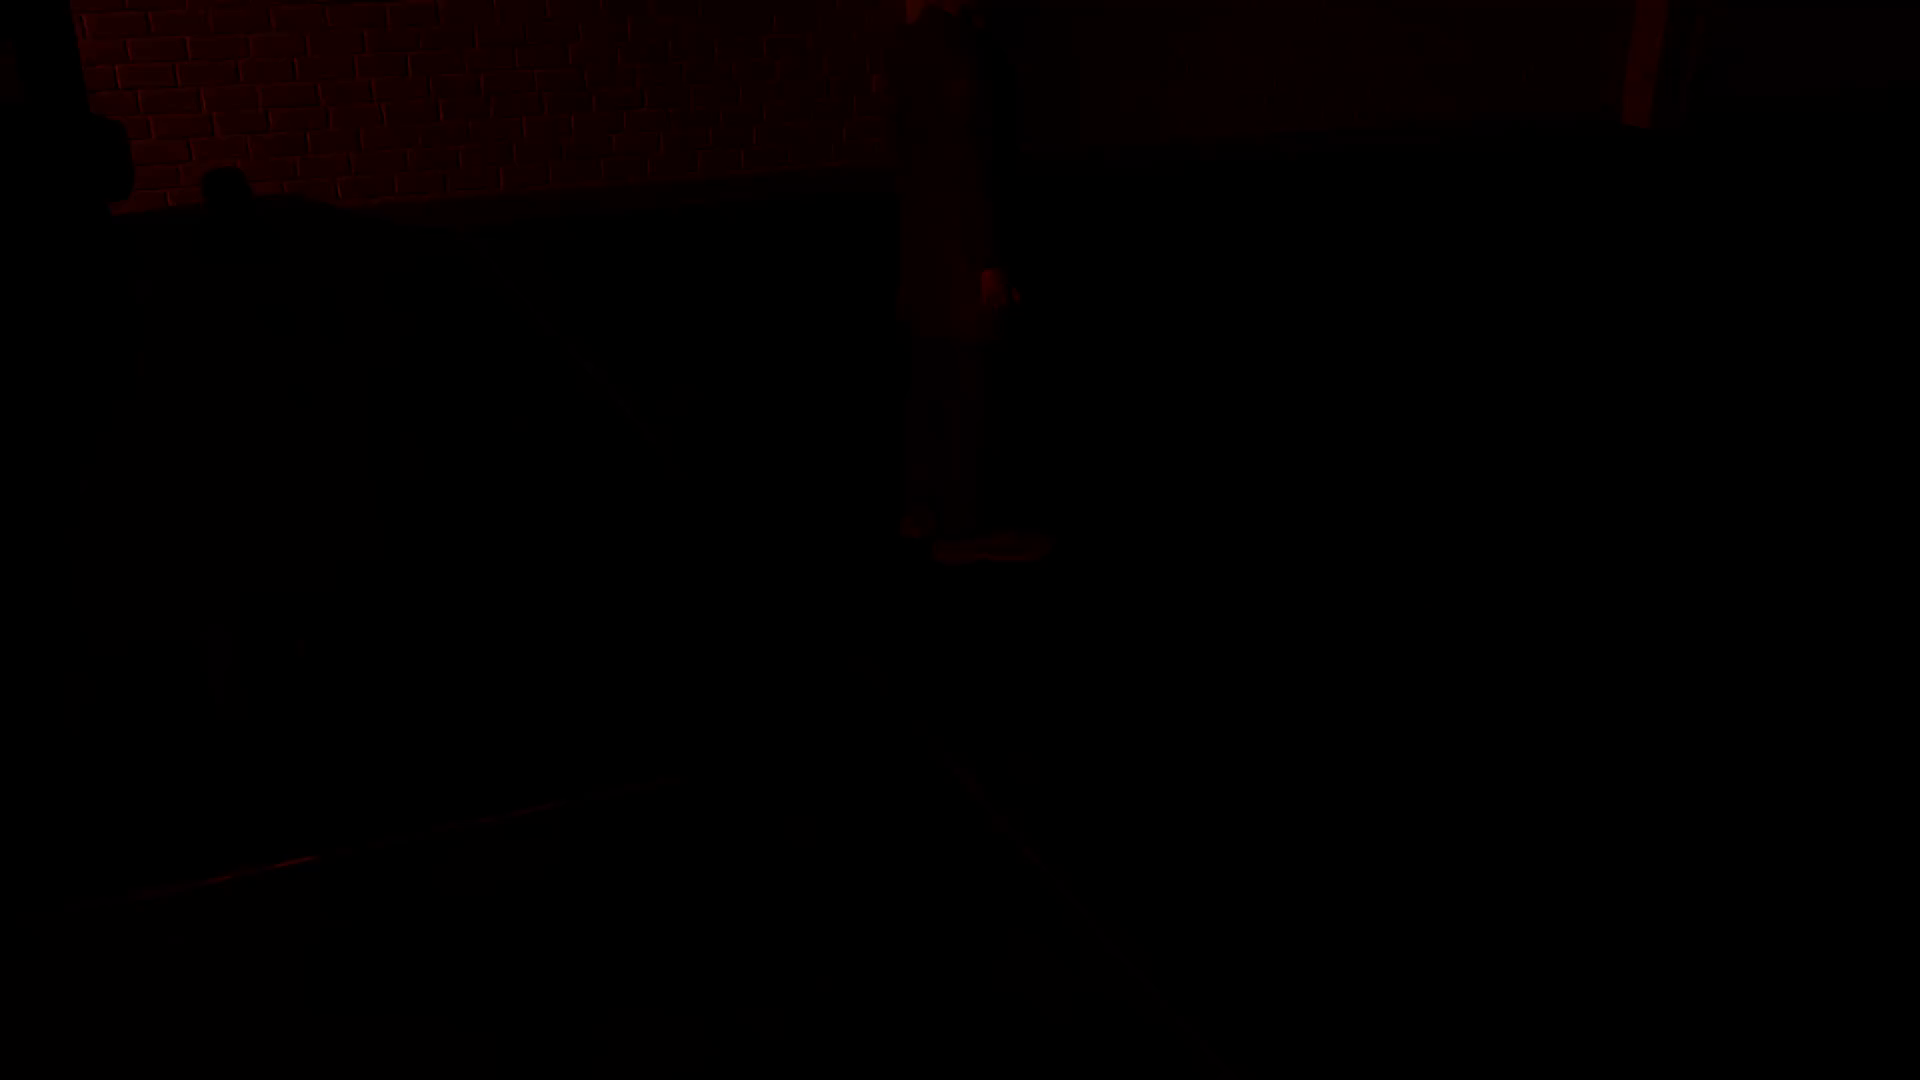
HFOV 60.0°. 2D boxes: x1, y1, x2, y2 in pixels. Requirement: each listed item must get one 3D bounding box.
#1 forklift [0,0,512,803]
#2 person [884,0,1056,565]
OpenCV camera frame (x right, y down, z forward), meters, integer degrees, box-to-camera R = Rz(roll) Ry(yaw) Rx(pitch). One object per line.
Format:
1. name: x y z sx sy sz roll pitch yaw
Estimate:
1. forklift: -2.595 -0.820 3.260 1.130 2.935 3.031 21 30 41
2. person: 0.023 -0.829 4.777 0.377 1.783 0.558 -10 25 -23
